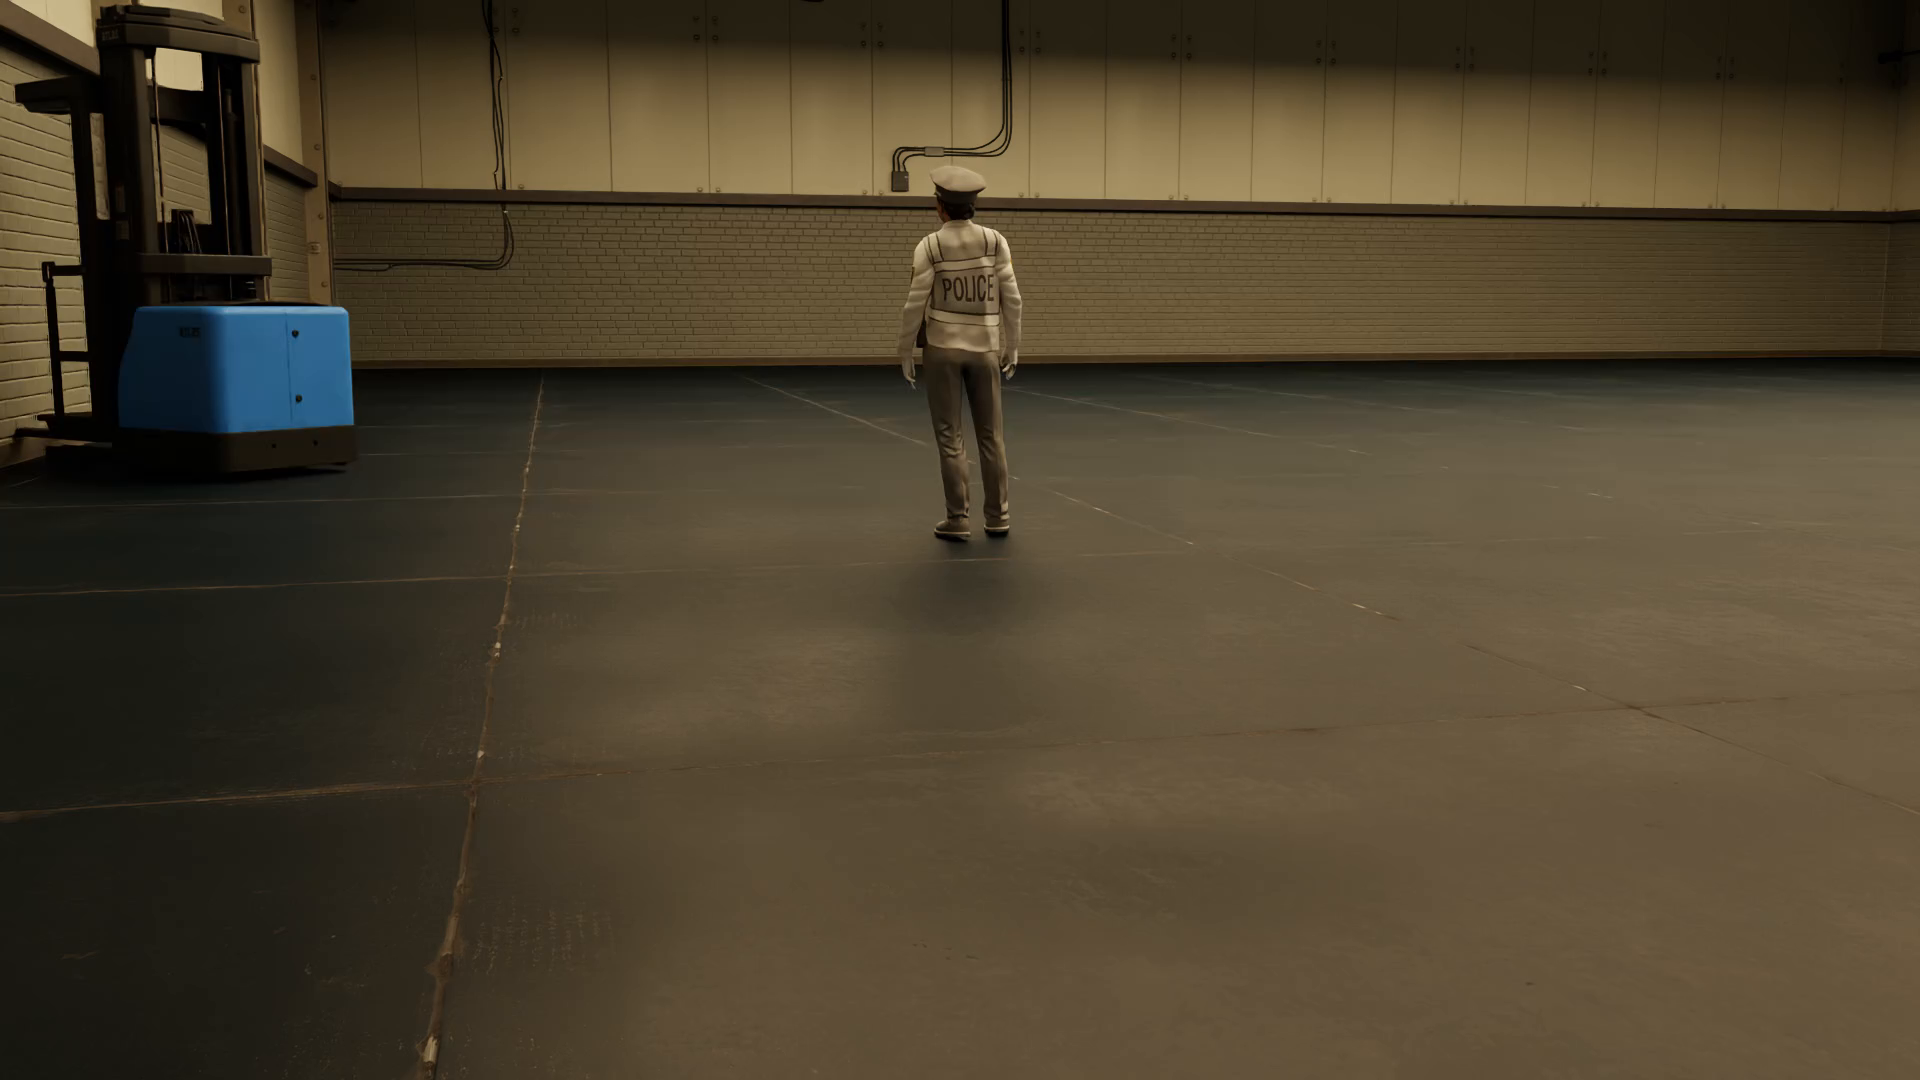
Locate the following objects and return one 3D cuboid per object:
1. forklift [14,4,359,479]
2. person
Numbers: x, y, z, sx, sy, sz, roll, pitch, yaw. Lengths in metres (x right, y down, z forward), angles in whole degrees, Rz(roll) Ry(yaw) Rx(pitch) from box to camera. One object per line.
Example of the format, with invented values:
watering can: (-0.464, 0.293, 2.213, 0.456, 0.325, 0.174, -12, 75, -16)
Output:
forklift: (-5.460, -1.957, 11.108, 3.031, 2.935, 1.130, 5, 9, 33)
person: (-0.009, -0.856, 7.657, 0.586, 1.694, 0.530, -2, 8, -13)
